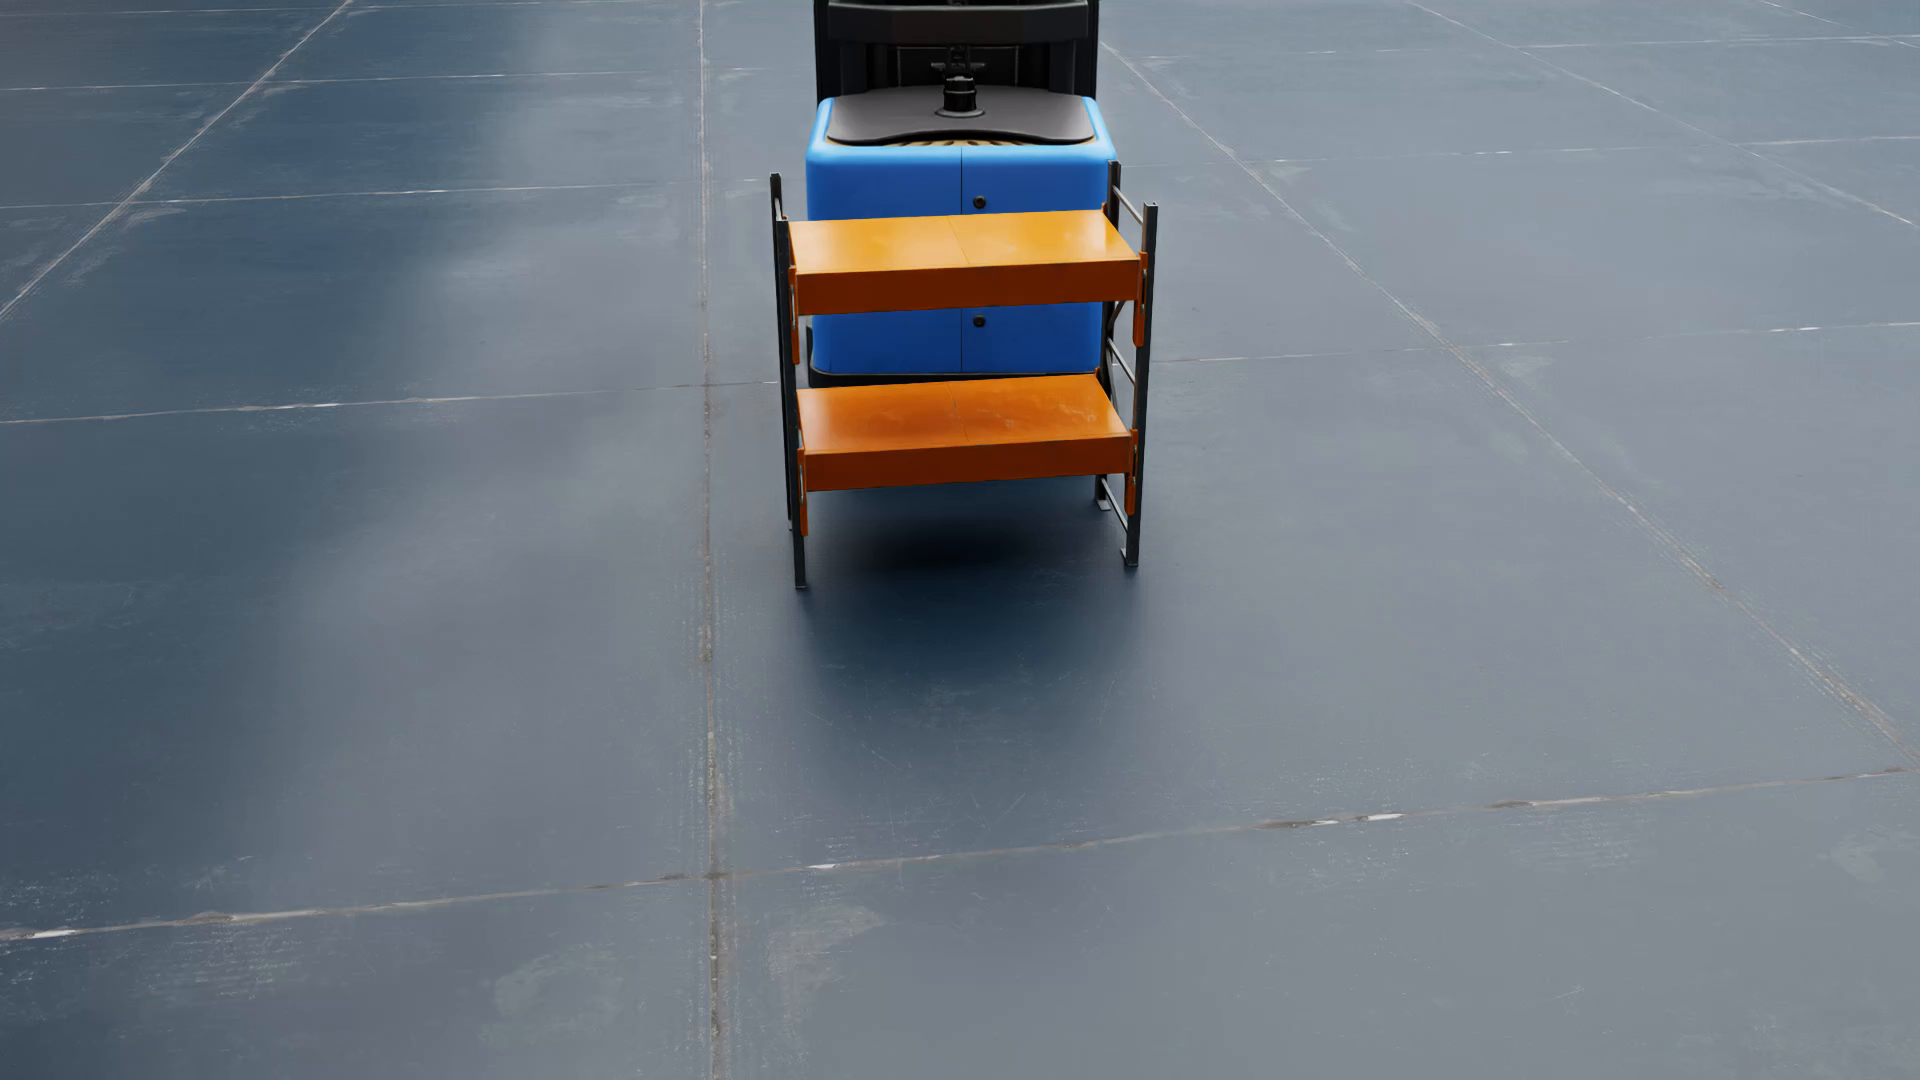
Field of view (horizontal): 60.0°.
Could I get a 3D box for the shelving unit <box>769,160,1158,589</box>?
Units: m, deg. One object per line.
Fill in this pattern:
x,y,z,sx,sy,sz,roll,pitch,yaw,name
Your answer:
-0.007,-0.500,4.992,1.048,1.125,0.538,-4,27,-7,shelving unit

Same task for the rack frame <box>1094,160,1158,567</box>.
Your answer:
0.497,-0.532,5.055,0.032,1.125,0.500,-4,27,-7,rack frame

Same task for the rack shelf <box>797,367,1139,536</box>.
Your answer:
-0.007,-0.282,5.104,1.000,0.278,0.538,-4,27,-7,rack shelf

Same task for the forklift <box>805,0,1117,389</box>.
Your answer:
-0.019,-2.284,6.491,1.130,2.935,3.031,0,27,-1,forklift

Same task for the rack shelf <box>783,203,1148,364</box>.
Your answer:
-0.007,-0.760,4.859,1.000,0.278,0.538,-4,27,-7,rack shelf

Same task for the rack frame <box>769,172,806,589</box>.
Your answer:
-0.510,-0.468,4.929,0.032,1.125,0.500,-4,27,-7,rack frame
